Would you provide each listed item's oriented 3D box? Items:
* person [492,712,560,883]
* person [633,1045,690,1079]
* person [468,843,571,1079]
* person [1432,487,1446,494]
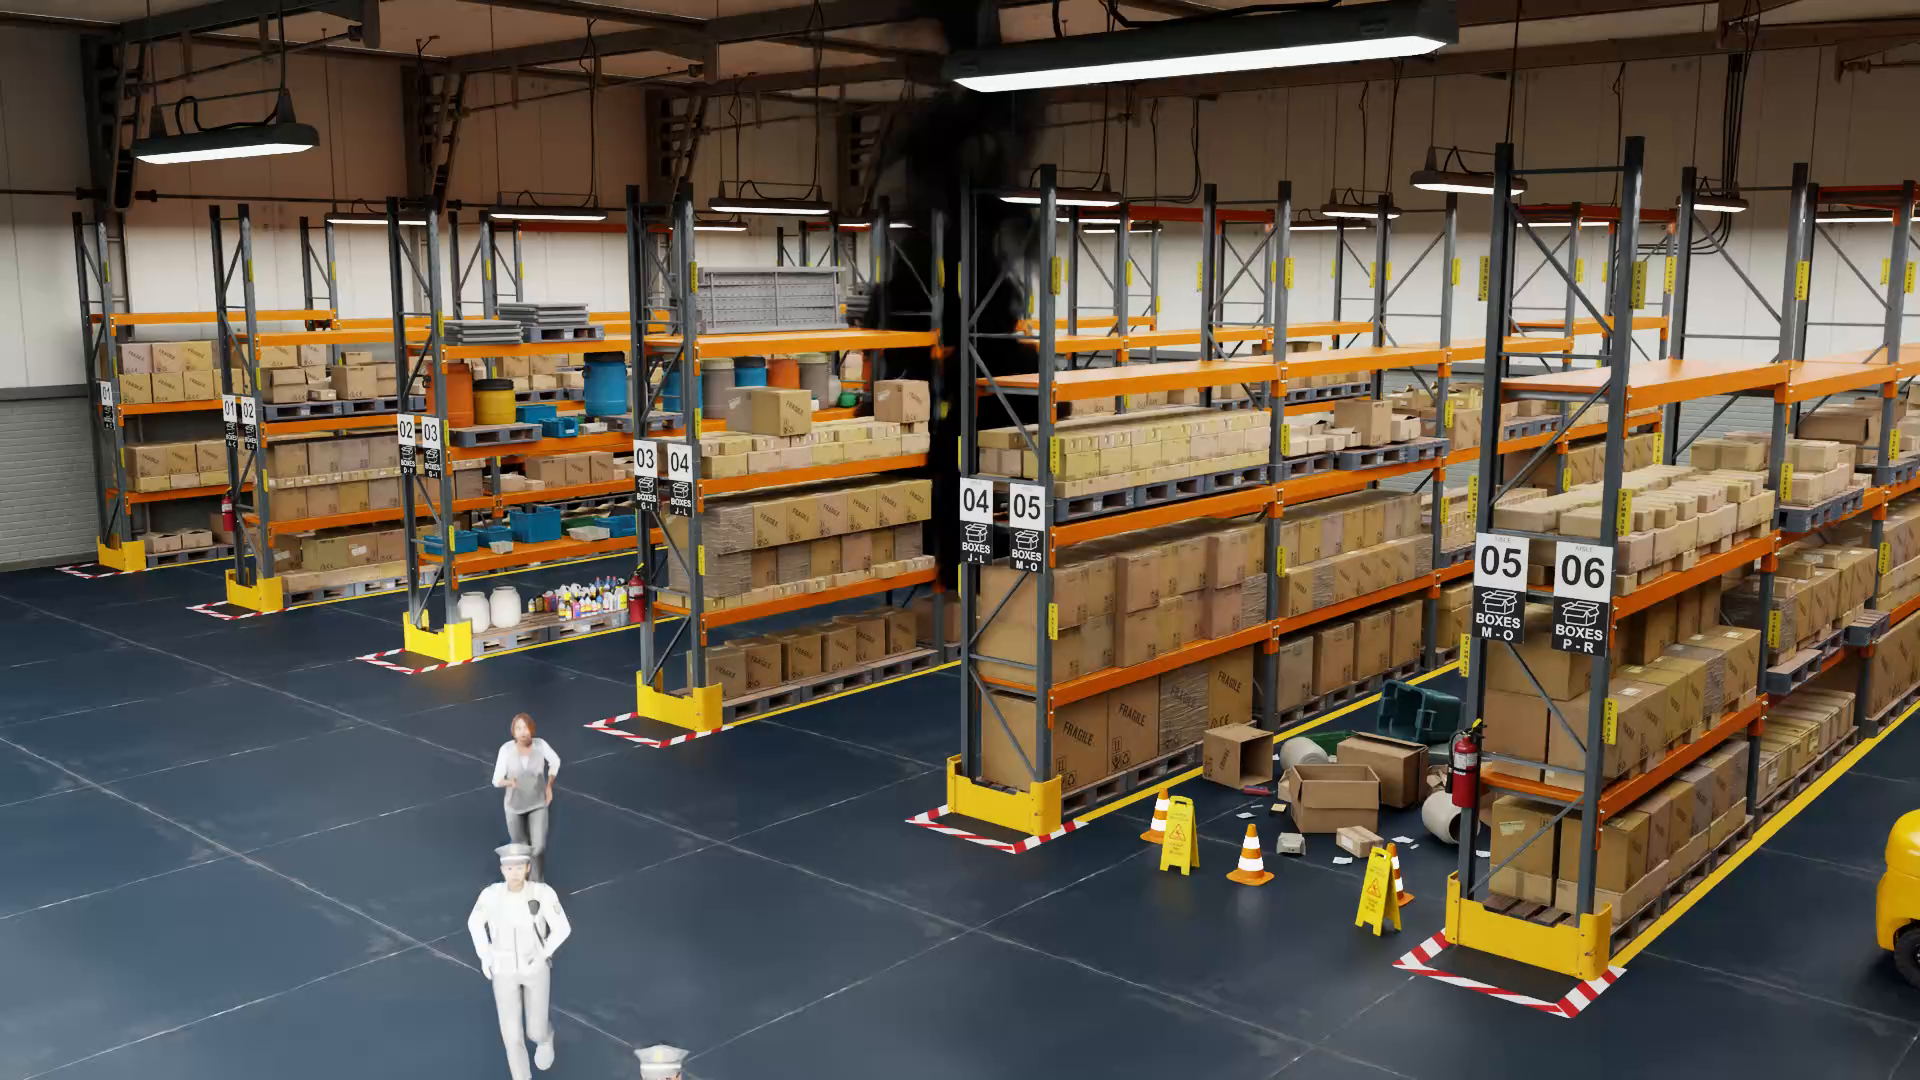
[{"bbox_3d":[-3.470,2.186,13.343,0.514,1.639,0.667,-2,10,-11],"label":"person"},{"bbox_3d":[-1.322,3.086,7.492,0.670,1.792,0.857,0,9,-1],"label":"person"},{"bbox_3d":[-2.714,2.658,10.261,0.627,1.677,0.746,-2,10,-9],"label":"person"},{"bbox_3d":[7.789,-0.048,26.570,0.728,1.741,1.043,7,12,38],"label":"person"}]
